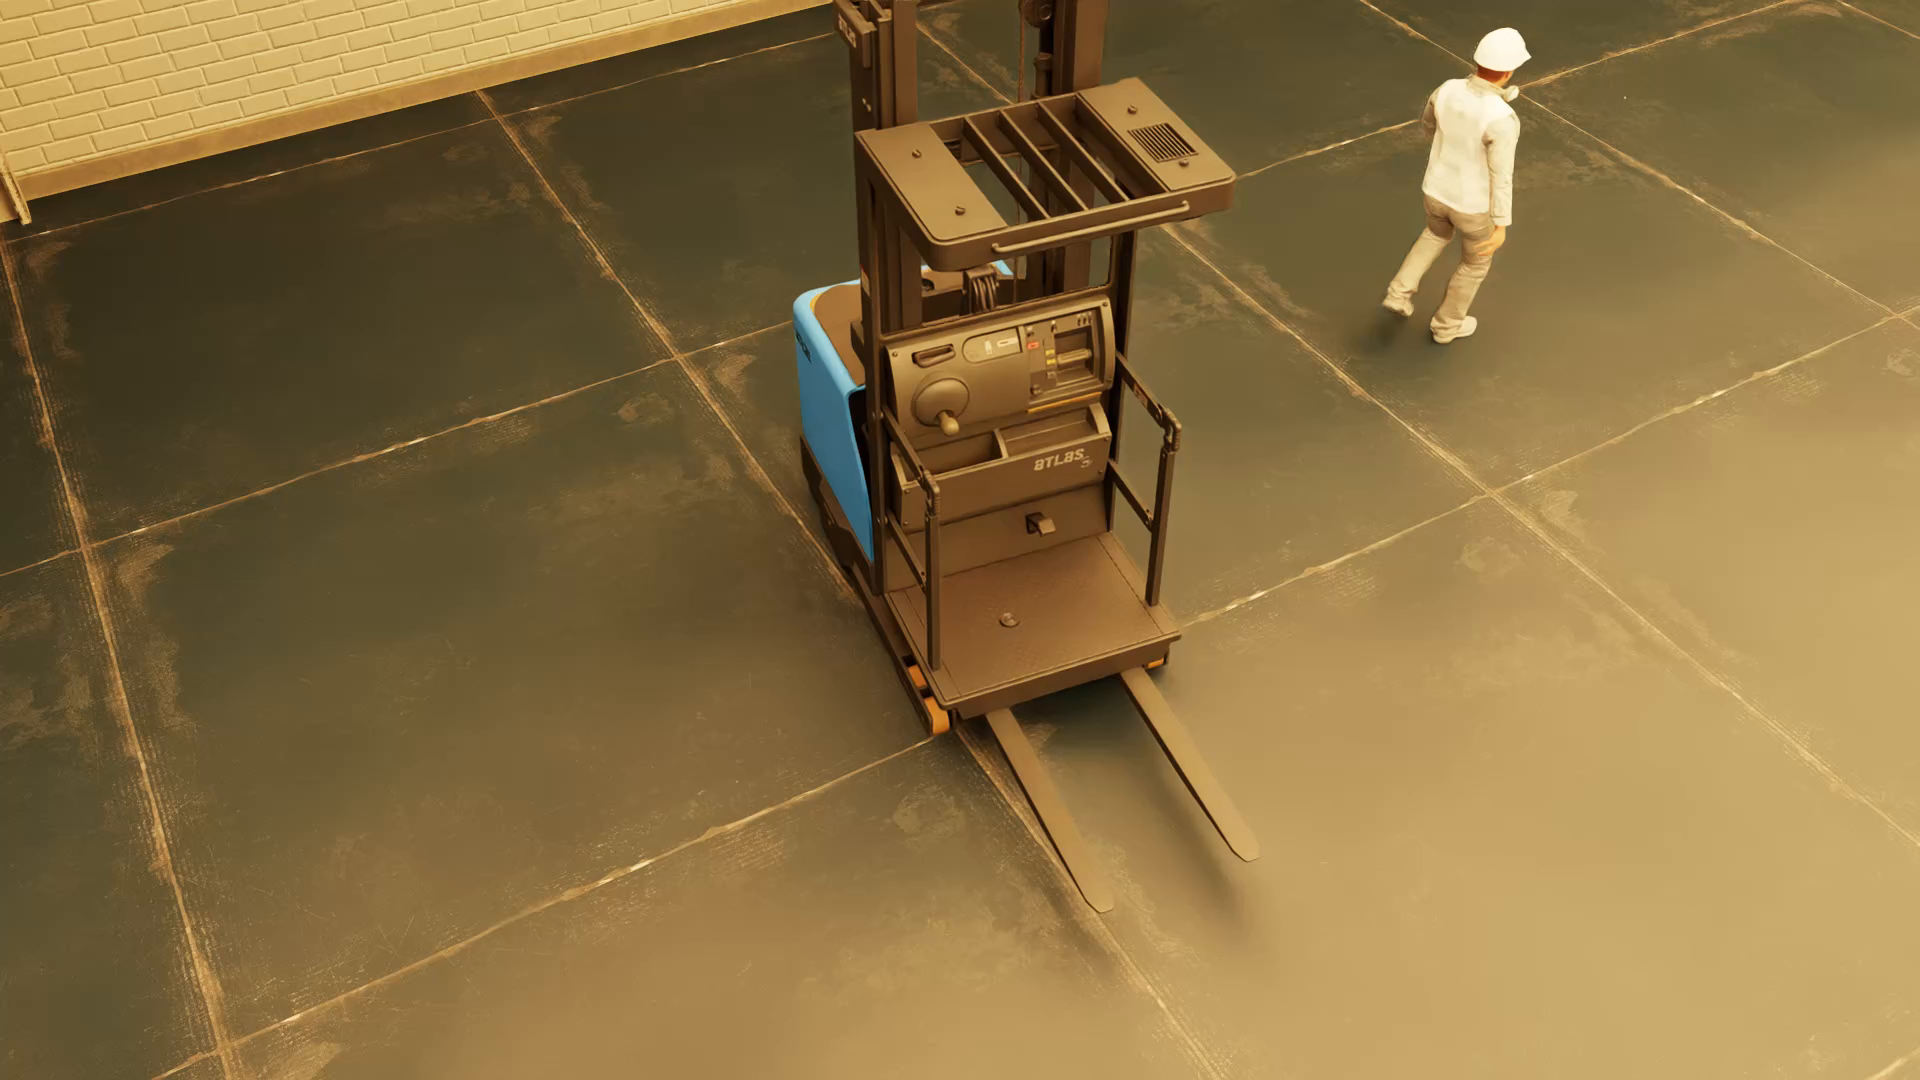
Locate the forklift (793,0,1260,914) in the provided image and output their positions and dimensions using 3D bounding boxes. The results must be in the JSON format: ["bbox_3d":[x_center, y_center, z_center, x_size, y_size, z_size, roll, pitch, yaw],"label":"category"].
[{"bbox_3d":[0.253,-0.590,6.333,1.130,2.935,3.031,-15,45,-16],"label":"forklift"}]

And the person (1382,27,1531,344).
[{"bbox_3d":[2.563,-1.773,8.477,0.526,1.754,0.741,-26,49,-25],"label":"person"}]
